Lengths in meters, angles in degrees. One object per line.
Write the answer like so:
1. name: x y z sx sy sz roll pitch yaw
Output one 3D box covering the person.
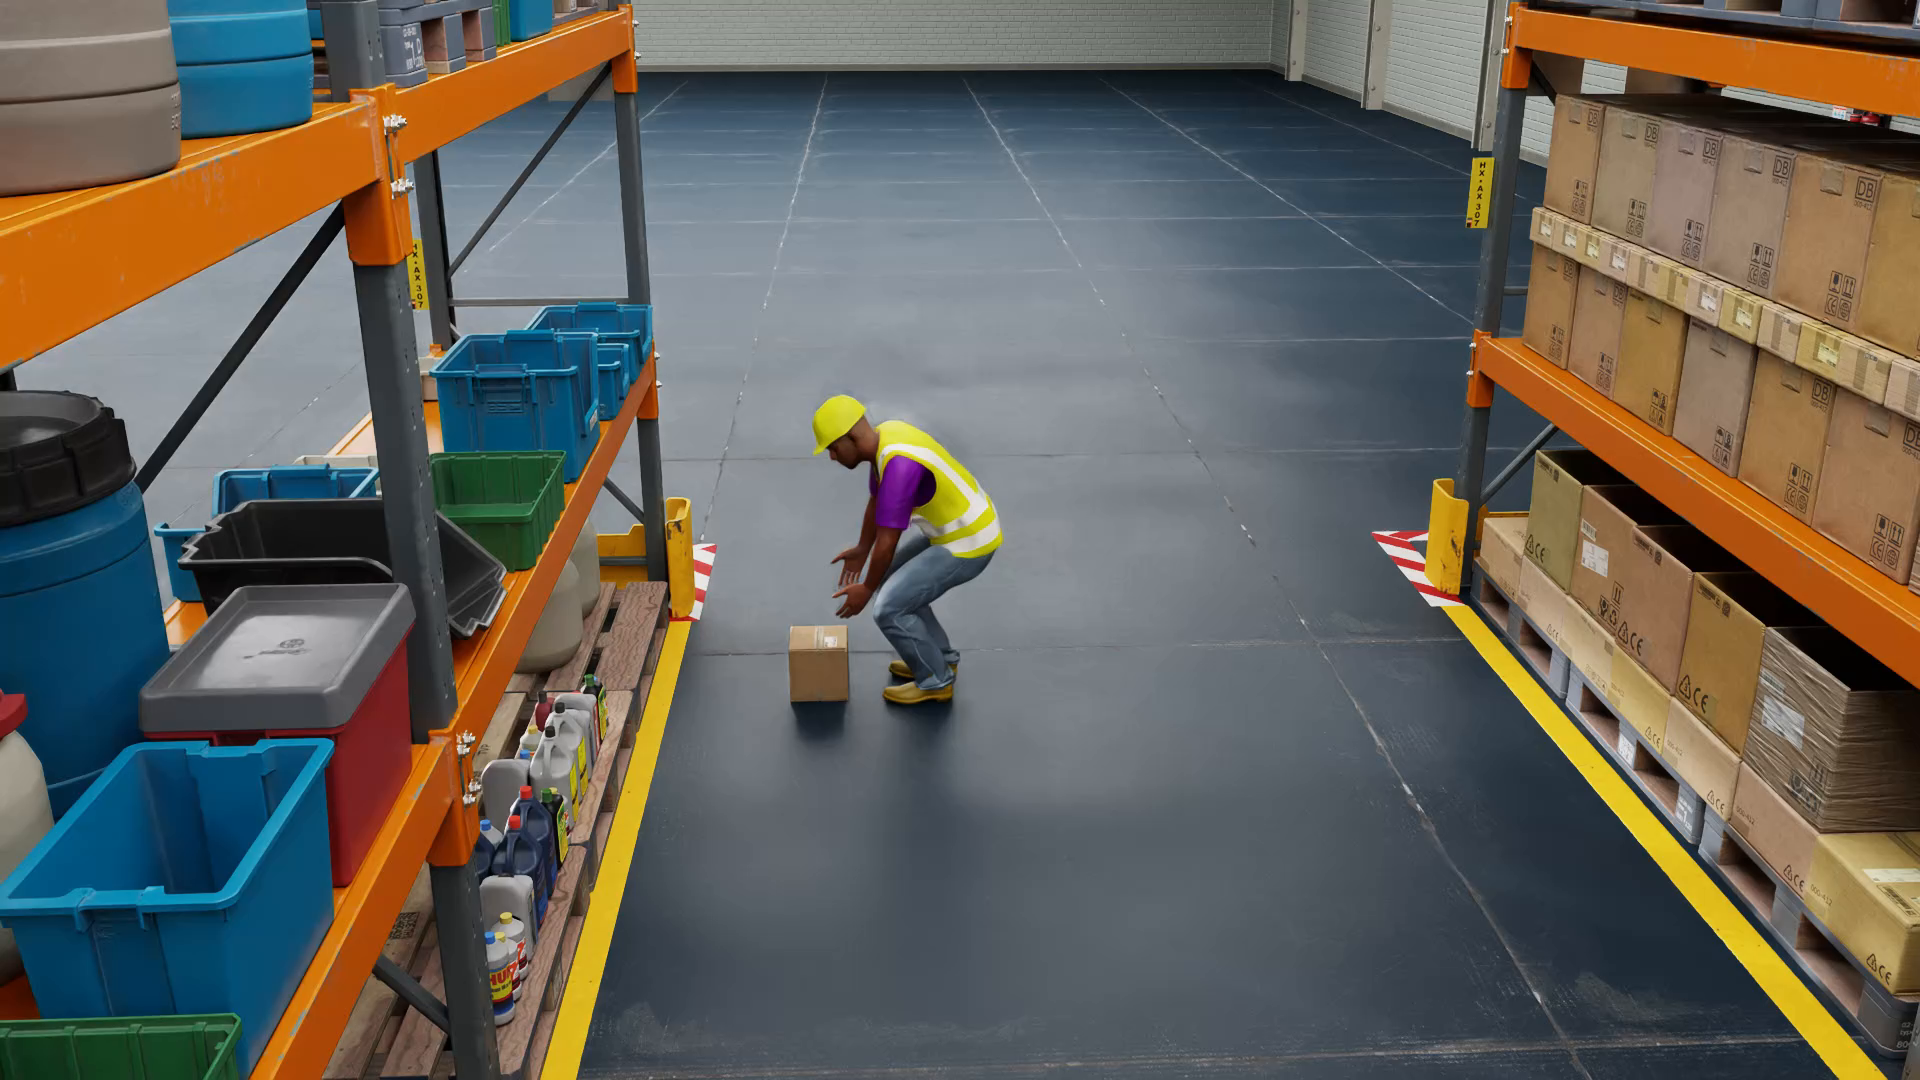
1. person: -0.312 0.322 7.182 0.933 0.888 0.542 -1 20 -4
